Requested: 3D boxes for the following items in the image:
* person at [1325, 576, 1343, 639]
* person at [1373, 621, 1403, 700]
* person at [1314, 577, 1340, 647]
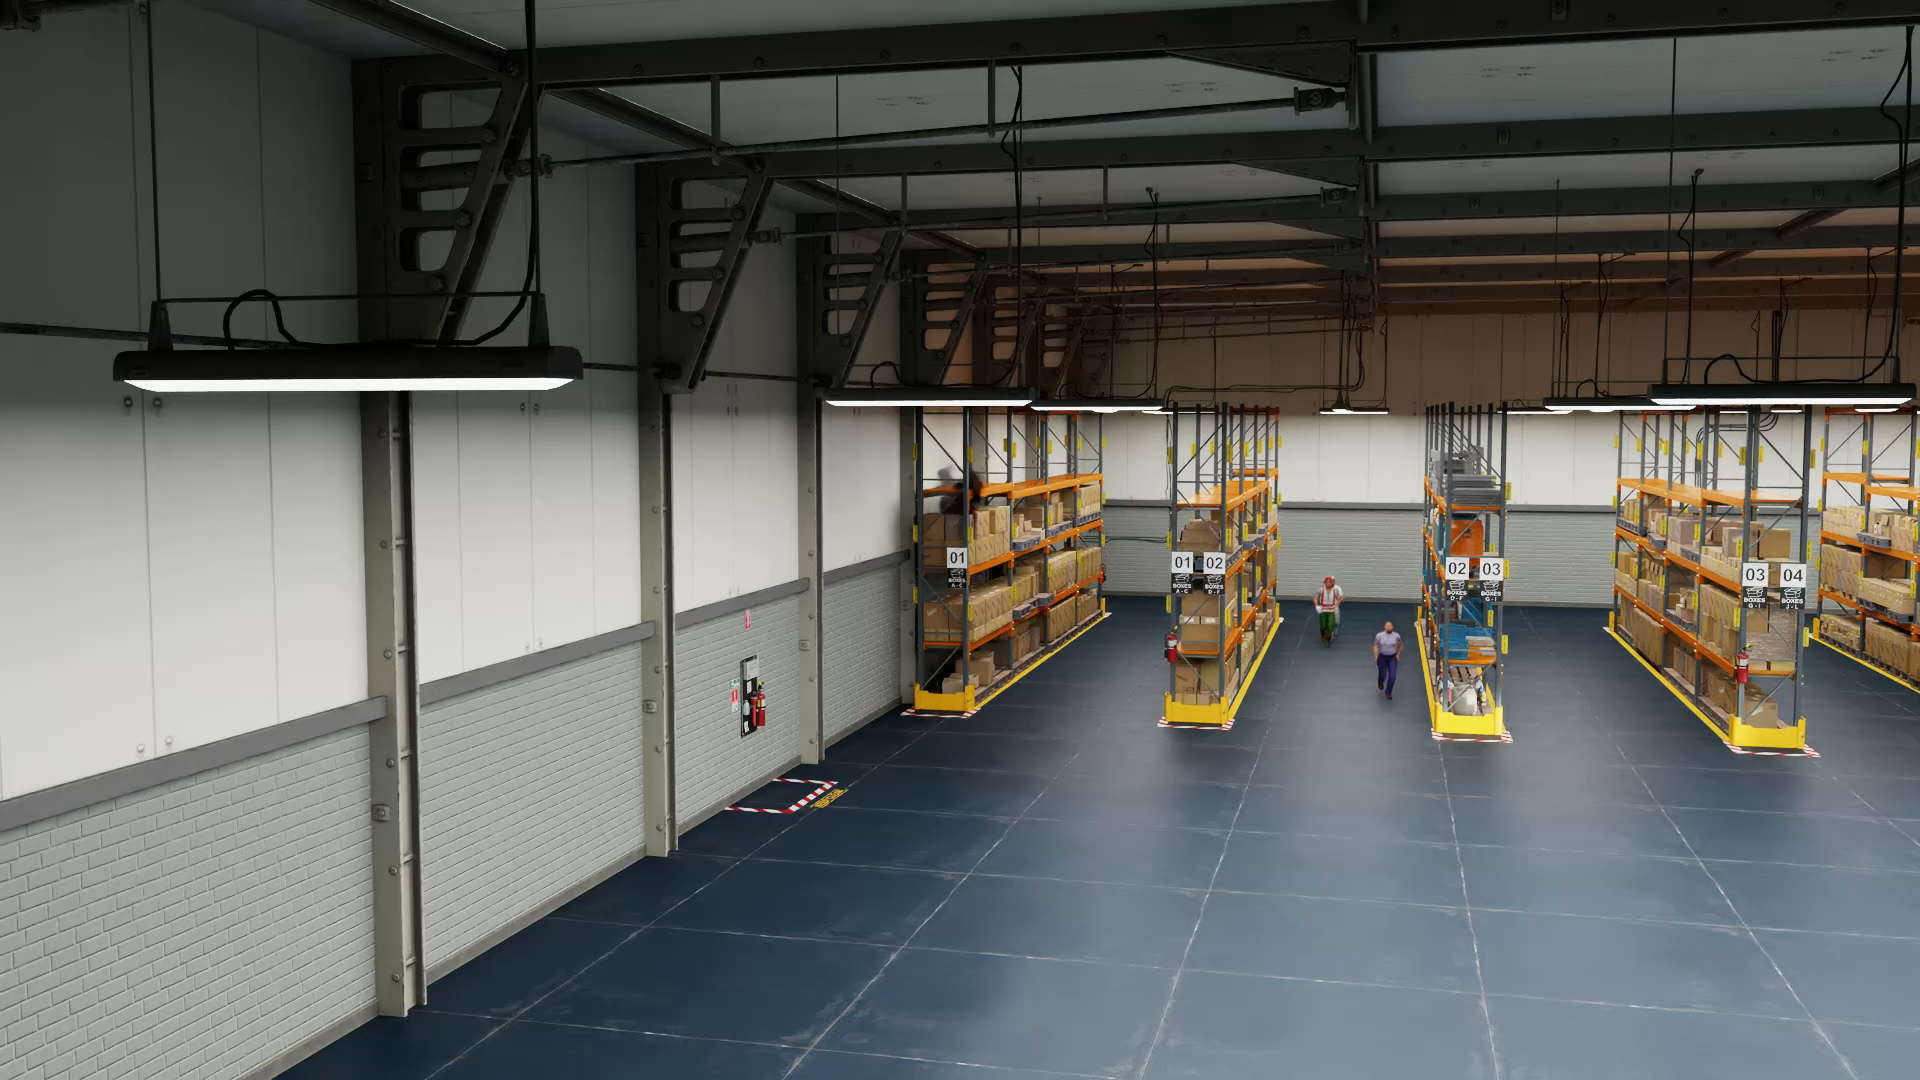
[{"bbox_3d":[9.600,1.743,42.932,0.585,1.621,0.543,1,4,10],"label":"person"},{"bbox_3d":[8.737,2.431,33.960,0.595,1.604,0.586,1,4,10],"label":"person"},{"bbox_3d":[9.169,1.787,41.536,0.648,1.747,0.571,1,4,7],"label":"person"}]
